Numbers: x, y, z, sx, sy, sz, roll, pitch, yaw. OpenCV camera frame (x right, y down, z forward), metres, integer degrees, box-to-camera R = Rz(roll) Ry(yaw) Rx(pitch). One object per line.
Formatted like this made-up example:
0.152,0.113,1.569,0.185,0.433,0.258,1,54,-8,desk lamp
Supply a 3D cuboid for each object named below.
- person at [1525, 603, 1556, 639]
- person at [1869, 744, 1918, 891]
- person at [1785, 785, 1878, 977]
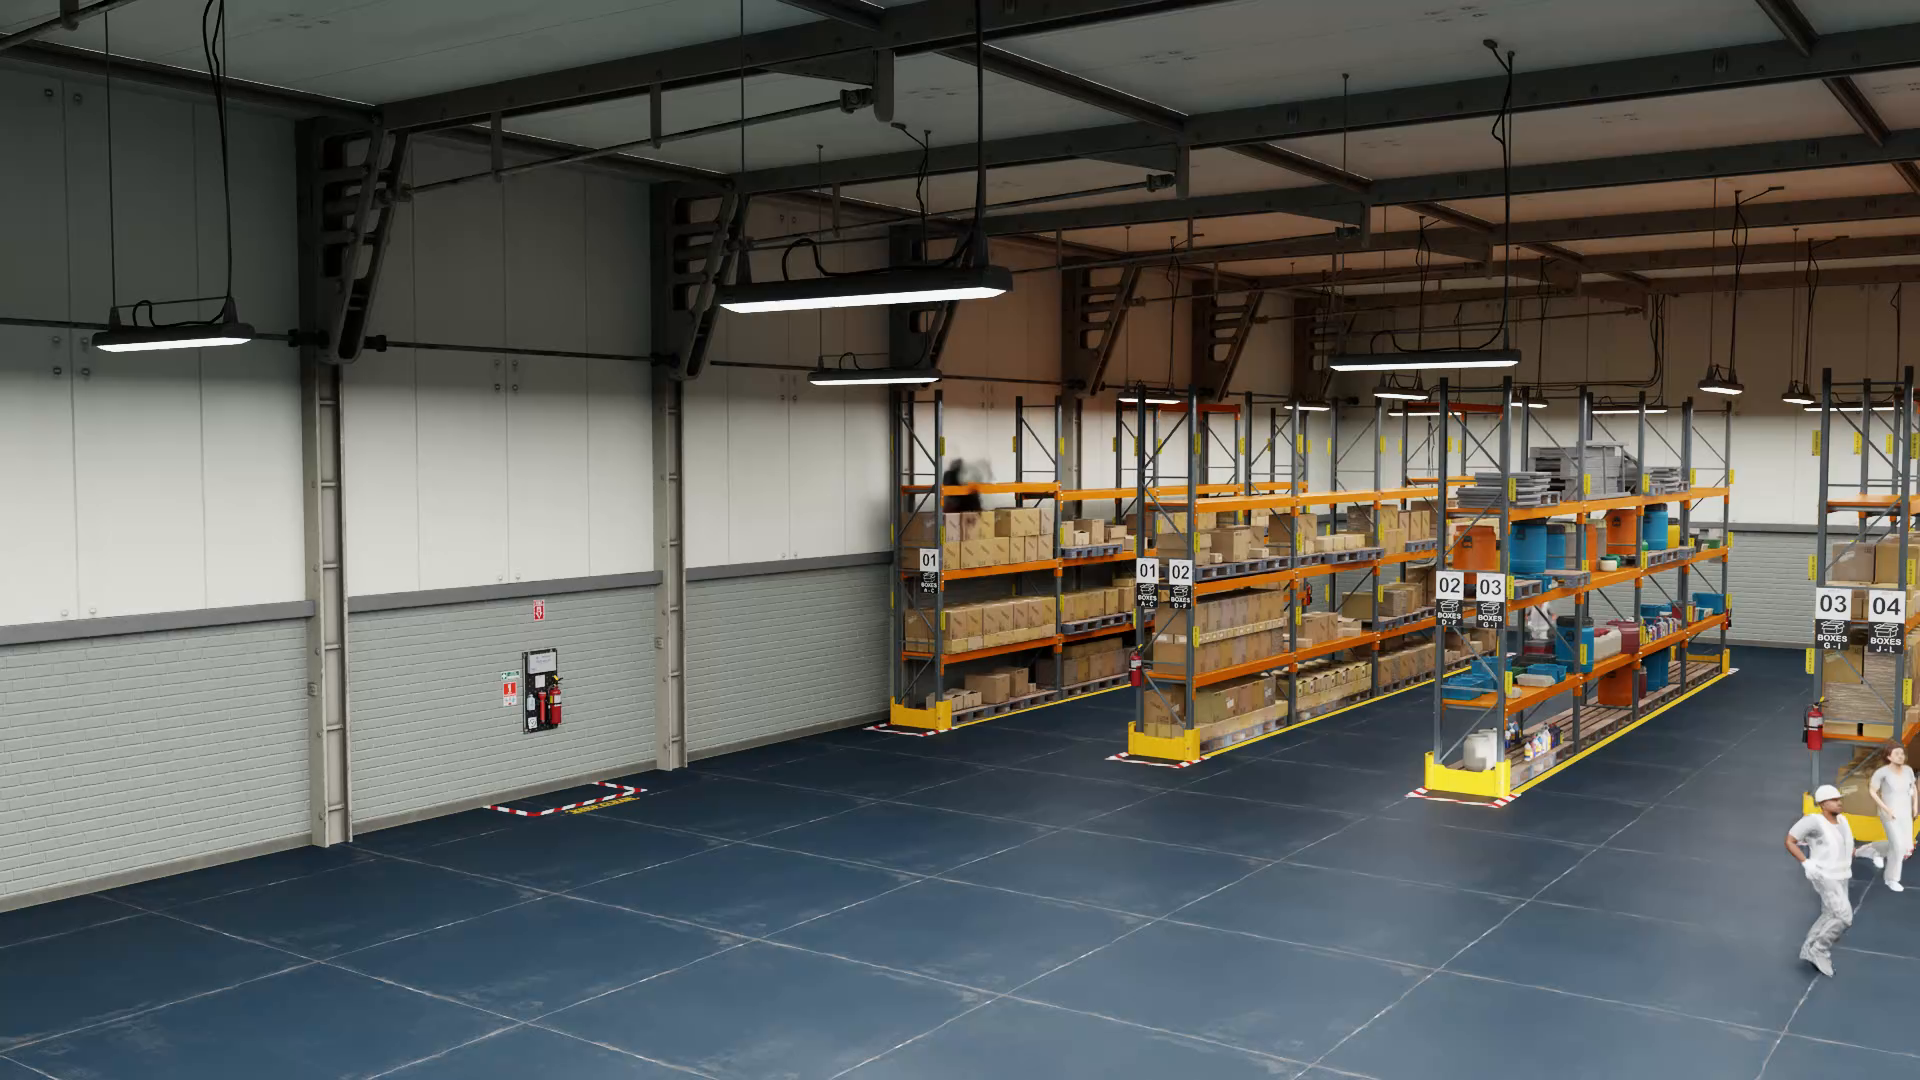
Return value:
12.928,2.045,37.139,0.710,1.794,0.790,1,3,20,person
10.608,3.123,18.981,0.572,1.652,0.638,0,3,-5,person
8.285,3.232,15.760,0.660,1.795,0.660,-2,4,-33,person
